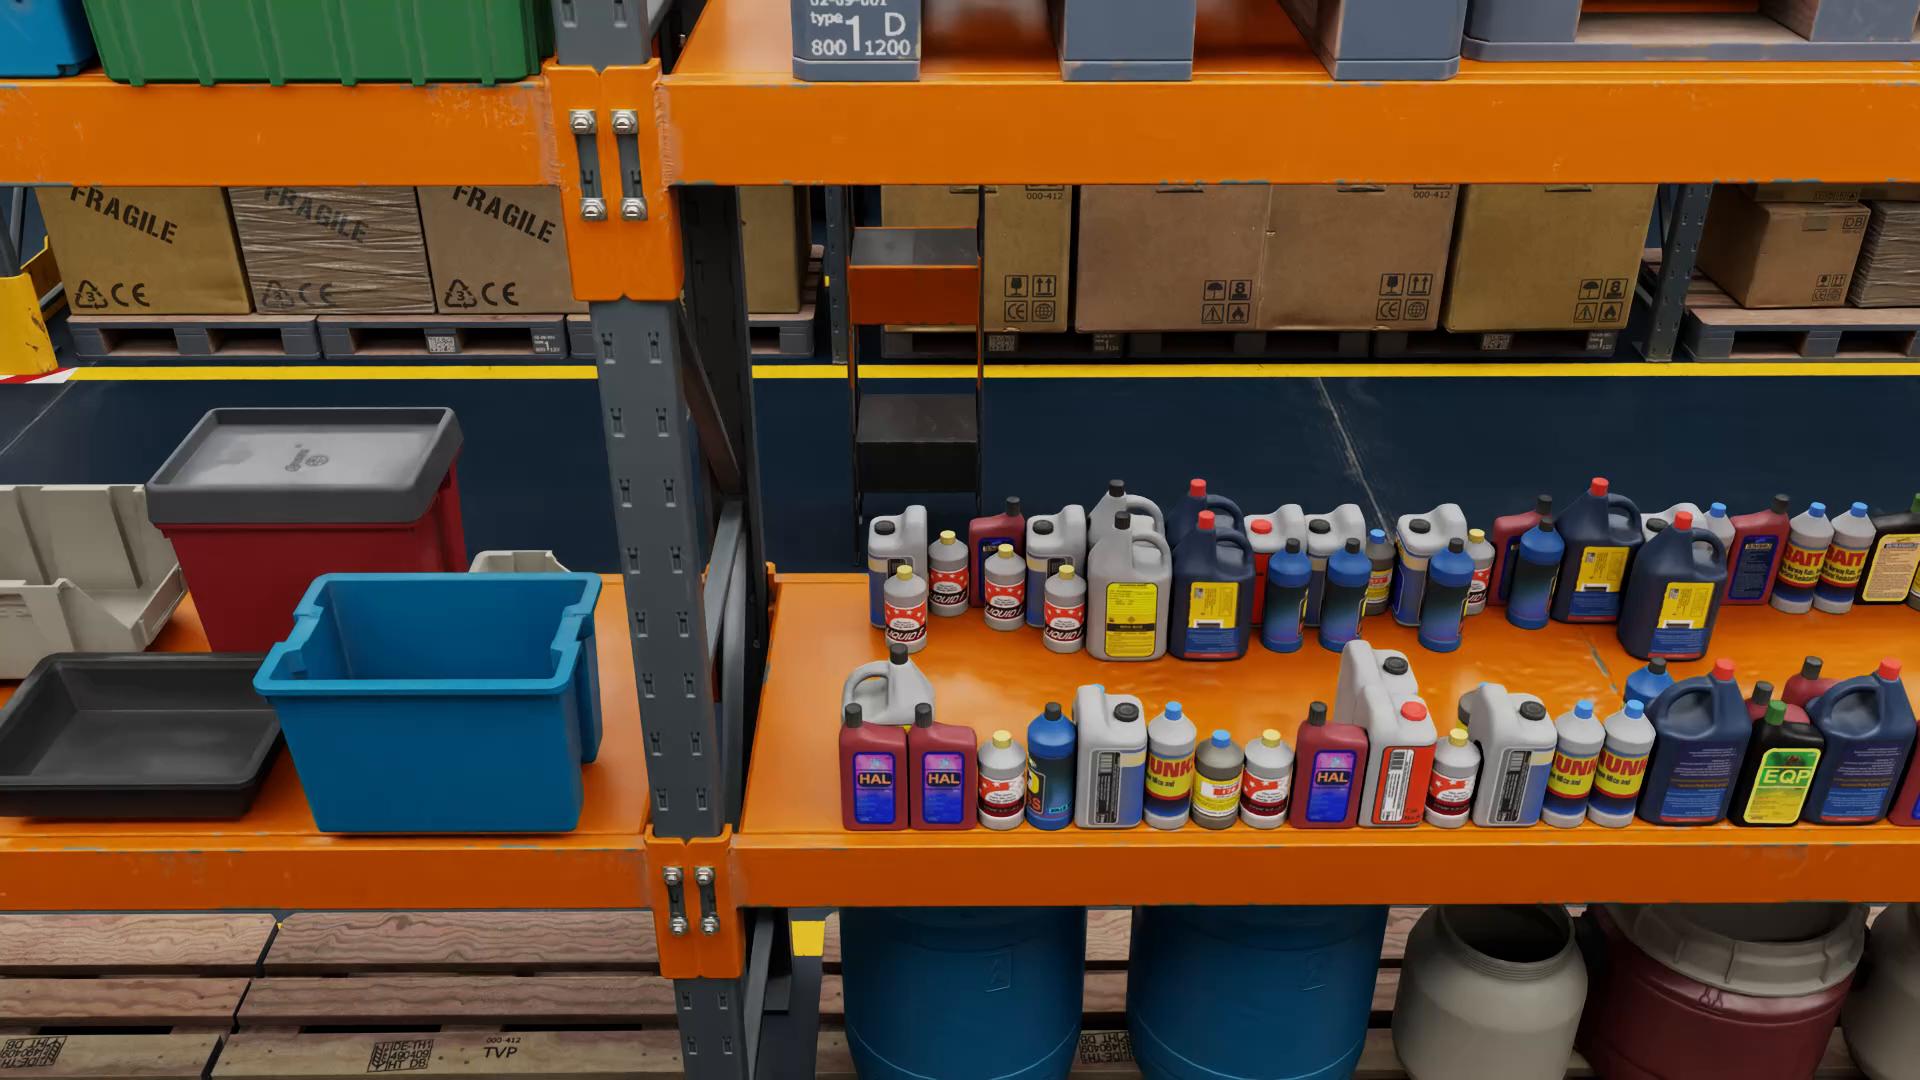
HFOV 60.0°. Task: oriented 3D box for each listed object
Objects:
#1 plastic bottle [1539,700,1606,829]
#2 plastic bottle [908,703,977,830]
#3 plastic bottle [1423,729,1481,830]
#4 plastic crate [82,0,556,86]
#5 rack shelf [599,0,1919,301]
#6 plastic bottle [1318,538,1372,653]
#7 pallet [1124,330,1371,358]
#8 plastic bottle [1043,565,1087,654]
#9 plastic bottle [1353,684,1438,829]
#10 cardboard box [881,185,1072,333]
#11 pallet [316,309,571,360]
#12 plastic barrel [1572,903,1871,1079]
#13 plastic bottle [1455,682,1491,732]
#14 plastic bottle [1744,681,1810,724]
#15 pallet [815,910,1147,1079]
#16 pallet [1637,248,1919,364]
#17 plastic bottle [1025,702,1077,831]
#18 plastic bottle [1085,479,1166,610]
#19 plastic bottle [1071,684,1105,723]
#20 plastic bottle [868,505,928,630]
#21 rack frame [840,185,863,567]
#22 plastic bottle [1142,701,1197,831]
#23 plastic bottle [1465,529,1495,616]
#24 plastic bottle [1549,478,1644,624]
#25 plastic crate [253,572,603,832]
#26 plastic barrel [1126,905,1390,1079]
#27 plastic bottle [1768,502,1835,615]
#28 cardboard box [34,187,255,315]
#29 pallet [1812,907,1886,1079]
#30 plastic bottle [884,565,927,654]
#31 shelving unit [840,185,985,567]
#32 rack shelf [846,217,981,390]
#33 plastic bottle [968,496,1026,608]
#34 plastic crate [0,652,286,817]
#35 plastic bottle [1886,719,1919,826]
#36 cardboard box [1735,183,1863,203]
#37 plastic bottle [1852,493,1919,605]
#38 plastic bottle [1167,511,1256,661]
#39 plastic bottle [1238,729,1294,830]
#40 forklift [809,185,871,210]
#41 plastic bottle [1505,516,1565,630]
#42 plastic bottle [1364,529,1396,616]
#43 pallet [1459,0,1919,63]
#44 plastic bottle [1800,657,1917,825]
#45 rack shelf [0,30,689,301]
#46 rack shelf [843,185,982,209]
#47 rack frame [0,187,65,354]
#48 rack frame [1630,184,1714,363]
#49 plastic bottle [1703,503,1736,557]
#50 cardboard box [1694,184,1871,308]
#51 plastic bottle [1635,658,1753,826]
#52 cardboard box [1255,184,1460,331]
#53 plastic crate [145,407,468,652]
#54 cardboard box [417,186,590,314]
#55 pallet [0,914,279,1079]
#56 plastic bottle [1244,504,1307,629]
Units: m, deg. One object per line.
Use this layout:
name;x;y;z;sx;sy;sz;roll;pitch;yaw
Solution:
plastic bottle;1.203;0.433;3.269;0.097;0.271;0.097;0;31;0
plastic bottle;-0.034;0.441;3.244;0.133;0.283;0.061;0;31;0
plastic bottle;0.971;0.463;3.286;0.097;0.201;0.097;0;31;0
plastic crate;-0.958;-0.863;2.593;0.662;0.188;0.450;0;31;0
rack shelf;1.464;-0.810;2.995;4.000;0.370;1.077;0;31;0
plastic bottle;0.879;0.119;3.787;0.097;0.271;0.097;0;31;0
pallet;1.428;-1.253;8.611;1.213;0.211;1.003;0;31;0
plastic bottle;0.241;0.151;3.802;0.097;0.201;0.097;0;31;0
plastic bottle;0.855;0.417;3.290;0.135;0.276;0.152;0;31;0
cardboard box;0.074;-1.682;8.273;0.875;0.875;1.225;0;31;0
pallet;-2.550;-1.239;8.588;1.213;0.211;1.003;0;31;0
plastic barrel;1.845;1.024;4.091;0.708;0.588;0.600;0;31;0
plastic bottle;1.067;0.384;3.417;0.097;0.201;0.097;0;31;0
plastic bottle;1.600;0.404;3.305;0.133;0.283;0.061;0;31;0
pallet;0.236;1.382;4.268;1.213;0.211;1.003;0;31;0
pallet;4.215;-1.220;8.557;1.213;0.211;1.003;0;31;0
plastic bottle;0.179;0.436;3.264;0.097;0.271;0.097;0;31;0
plastic bottle;0.381;0.020;3.874;0.185;0.351;0.144;0;31;0
plastic bottle;0.275;0.386;3.413;0.097;0.201;0.097;0;31;0
plastic bottle;-0.144;0.055;3.887;0.135;0.276;0.152;0;31;0
rack frame;-0.410;-0.896;6.203;0.015;2.100;0.400;0;31;0
plastic bottle;0.411;0.435;3.265;0.097;0.271;0.097;0;31;0
plastic bottle;1.208;0.069;3.937;0.097;0.201;0.097;0;31;0
plastic bottle;1.482;0.016;3.879;0.185;0.351;0.144;0;31;0
plastic crate;-1.001;0.331;3.271;0.575;0.384;0.392;0;31;0
plastic barrel;0.716;0.894;4.004;0.708;0.901;0.600;0;31;0
plastic bottle;1.989;0.036;3.922;0.097;0.271;0.097;0;31;0
cardboard box;-3.927;-1.700;8.304;0.875;0.875;0.875;0;31;0
pallet;2.676;1.375;4.281;1.213;0.211;1.003;0;31;0
plastic bottle;-0.125;0.152;3.800;0.097;0.201;0.097;0;31;0
shelving unit;-0.166;-0.897;6.205;0.503;2.100;0.431;0;31;0
rack shelf;-0.166;-0.886;6.212;0.480;0.518;0.431;0;31;0
plastic bottle;0.087;0.028;3.925;0.133;0.283;0.061;0;31;0
plastic crate;-1.654;0.406;3.397;0.590;0.125;0.437;0;31;0
plastic bottle;1.919;0.435;3.254;0.133;0.283;0.061;0;31;0
cardboard box;4.104;-1.868;8.200;0.500;0.250;0.500;1;31;2
plastic bottle;2.201;0.021;3.936;0.133;0.283;0.061;0;31;0
plastic bottle;0.567;0.094;3.751;0.185;0.351;0.144;0;31;0
plastic bottle;0.606;0.464;3.285;0.097;0.201;0.097;0;31;0
forklift;-1.046;-3.934;10.408;1.130;2.935;3.031;1;31;1
plastic bottle;1.342;0.070;3.867;0.097;0.271;0.097;0;31;0
plastic bottle;0.976;0.069;3.935;0.097;0.201;0.097;0;31;0
pallet;1.381;-1.089;2.943;1.213;0.211;1.003;0;31;0
plastic bottle;1.759;0.385;3.272;0.185;0.351;0.144;0;31;0
rack shelf;-2.536;-0.798;2.974;4.000;0.370;1.077;0;31;0
rack shelf;-0.166;-1.484;5.848;0.480;0.518;0.431;0;31;0
rack frame;-4.566;-2.386;7.790;0.127;3.000;1.000;0;31;0
rack frame;3.434;-2.411;7.831;0.127;3.000;1.000;0;31;0
plastic bottle;1.758;0.037;3.921;0.097;0.271;0.097;0;31;0
cardboard box;4.104;-1.542;8.386;0.500;0.500;0.700;-2;31;-3
plastic bottle;1.441;0.386;3.270;0.185;0.351;0.144;0;31;0
cardboard box;1.852;-1.692;8.290;0.875;0.875;1.225;0;31;0
plastic crate;-1.431;-0.009;3.754;0.583;0.464;0.402;0;31;0
cardboard box;-2.127;-1.706;8.313;0.875;0.875;0.875;0;31;0
pallet;-2.494;1.391;4.254;1.213;0.211;1.003;0;31;0
plastic bottle;0.726;0.053;3.891;0.135;0.276;0.152;0;31;0
